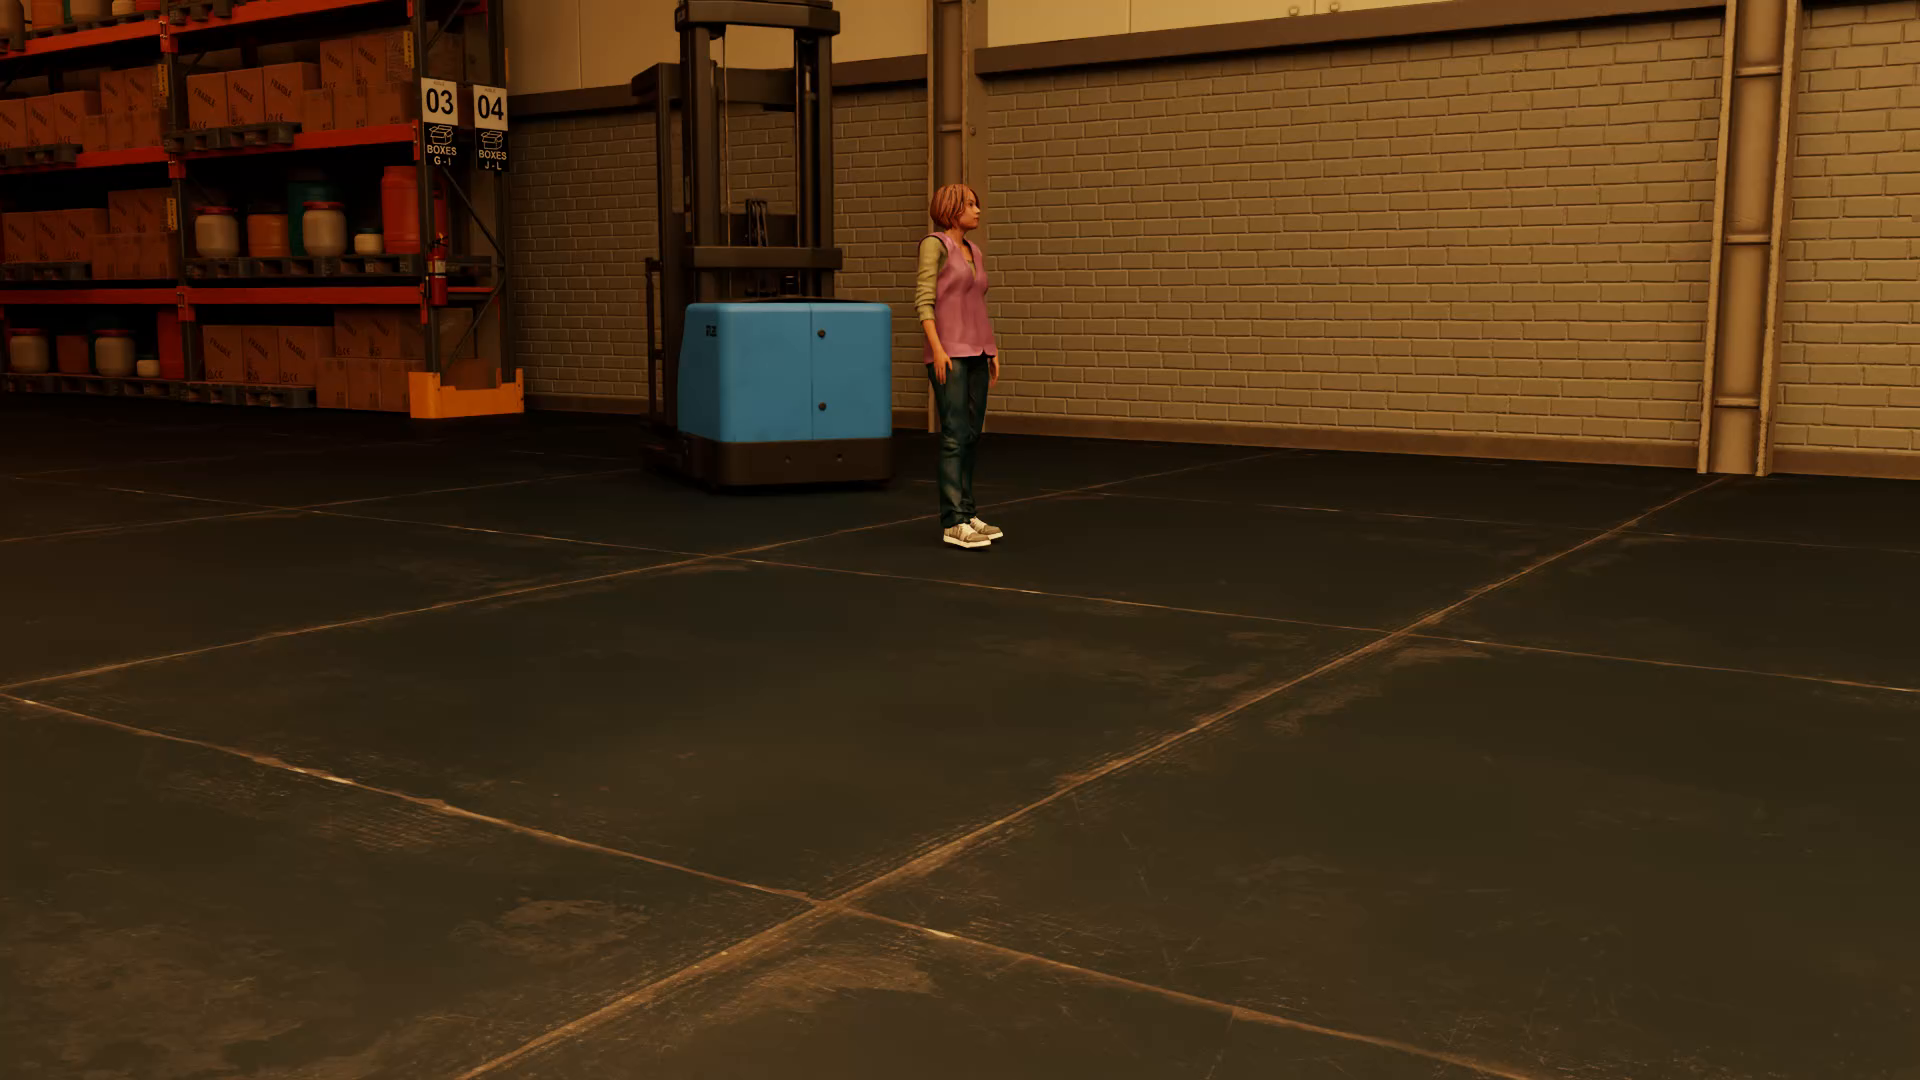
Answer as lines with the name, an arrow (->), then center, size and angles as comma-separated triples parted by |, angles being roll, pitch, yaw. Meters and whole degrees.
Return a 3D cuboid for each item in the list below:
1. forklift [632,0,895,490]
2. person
forklift -> -1.424, -1.899, 10.545 | 1.130, 2.935, 3.031 | -3, 9, -23
person -> 0.054, -0.790, 7.438 | 0.473, 1.599, 0.521 | 5, 10, 34
